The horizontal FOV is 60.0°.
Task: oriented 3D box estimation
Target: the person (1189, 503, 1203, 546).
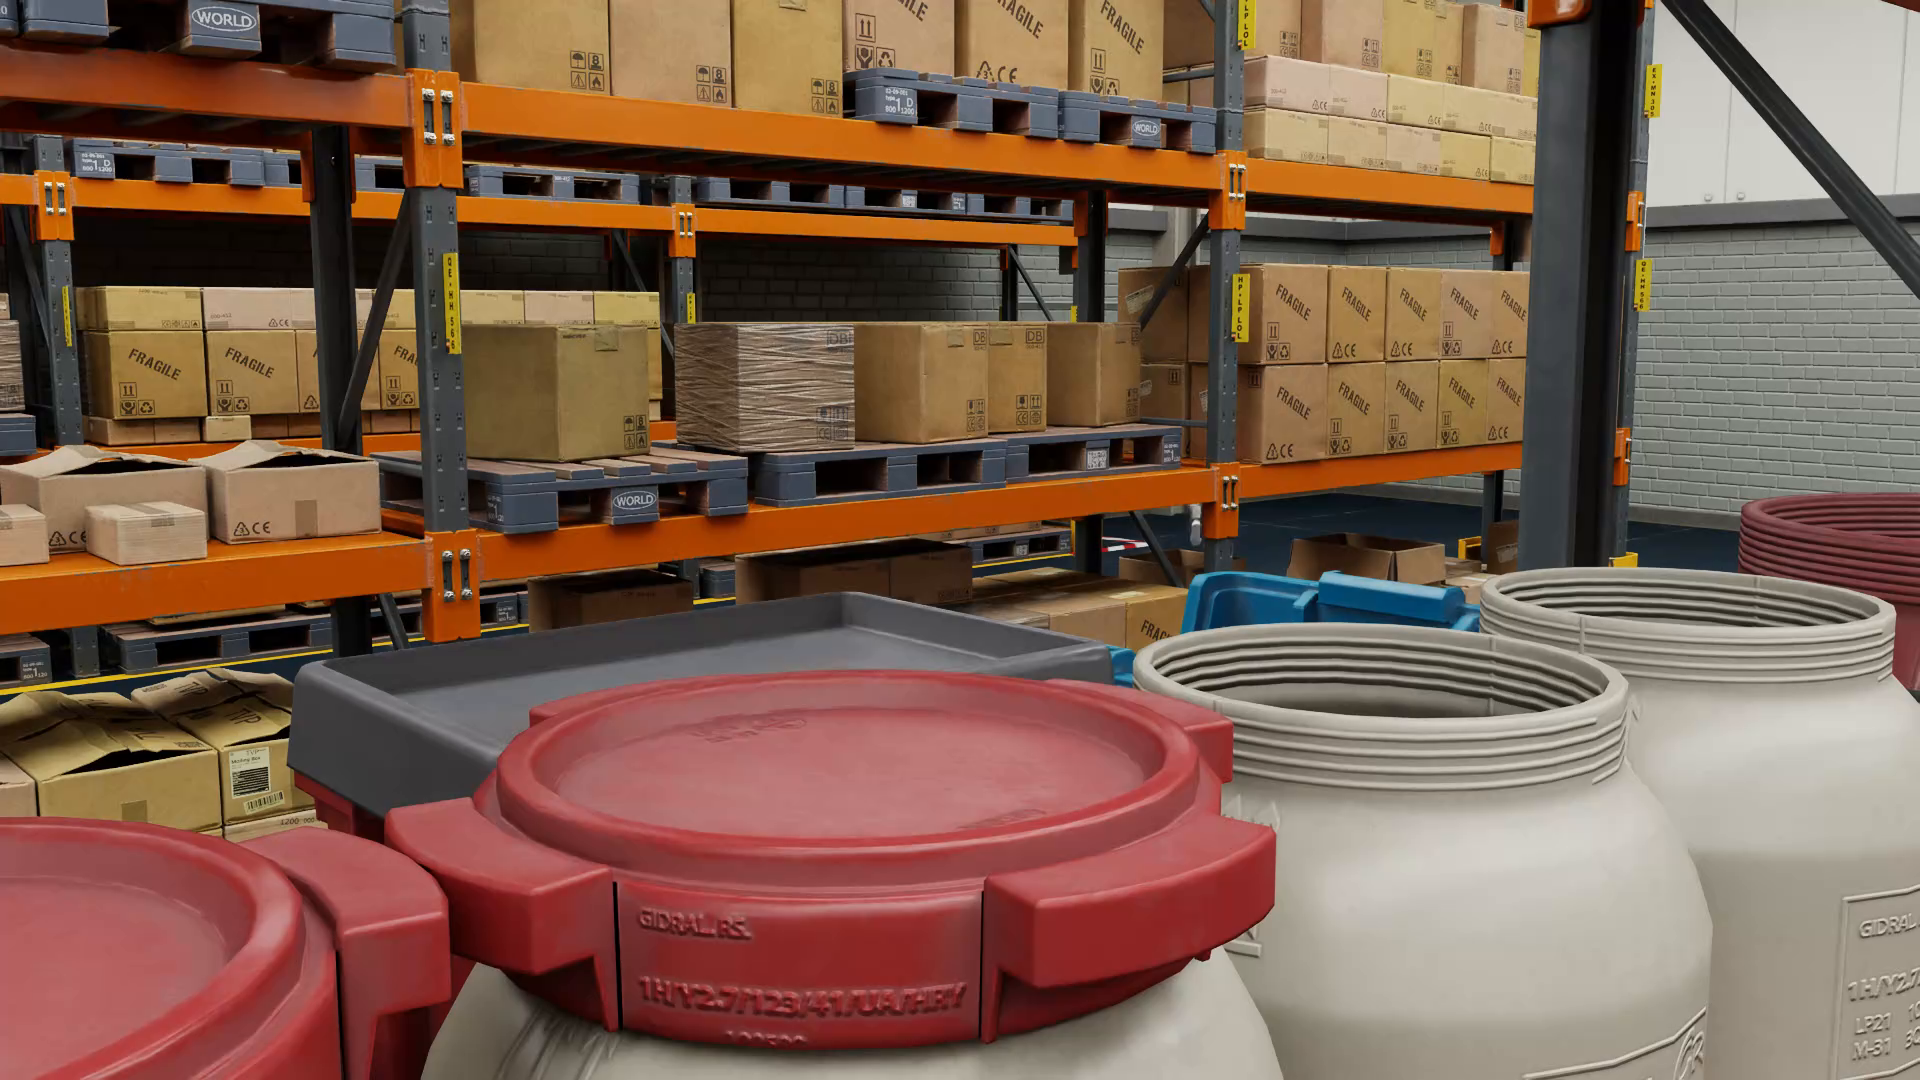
[{"bbox_3d":[2.109,-0.687,14.318,0.437,1.588,0.545,2,8,15],"label":"person"}]
